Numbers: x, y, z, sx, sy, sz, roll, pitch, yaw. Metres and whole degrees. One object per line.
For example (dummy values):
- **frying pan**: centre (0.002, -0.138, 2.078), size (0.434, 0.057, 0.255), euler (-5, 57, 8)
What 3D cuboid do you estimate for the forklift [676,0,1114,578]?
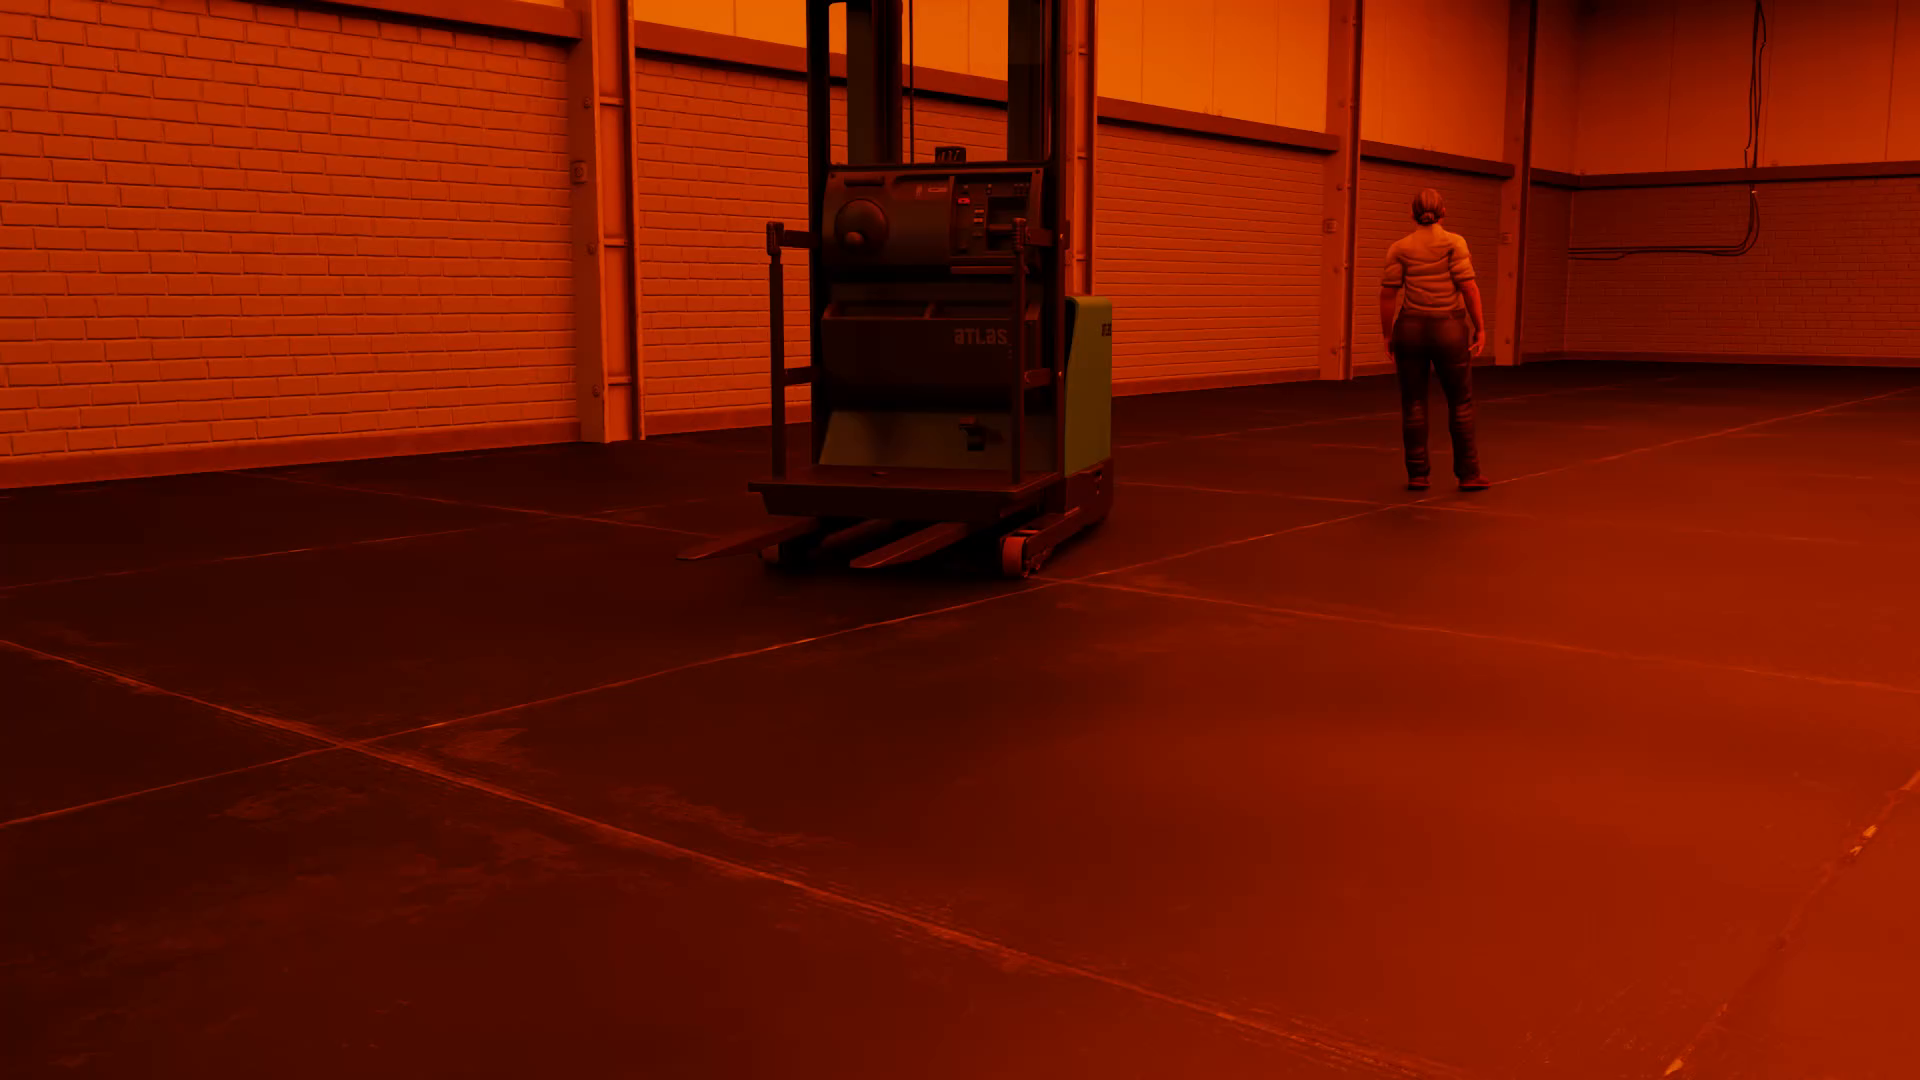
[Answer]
- **forklift**: centre (-0.176, -1.366, 6.616), size (1.130, 2.935, 3.031), euler (3, 9, 17)

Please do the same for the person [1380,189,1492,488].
- **person**: centre (2.662, -1.111, 9.276), size (0.588, 1.654, 0.493), euler (5, 10, 31)
